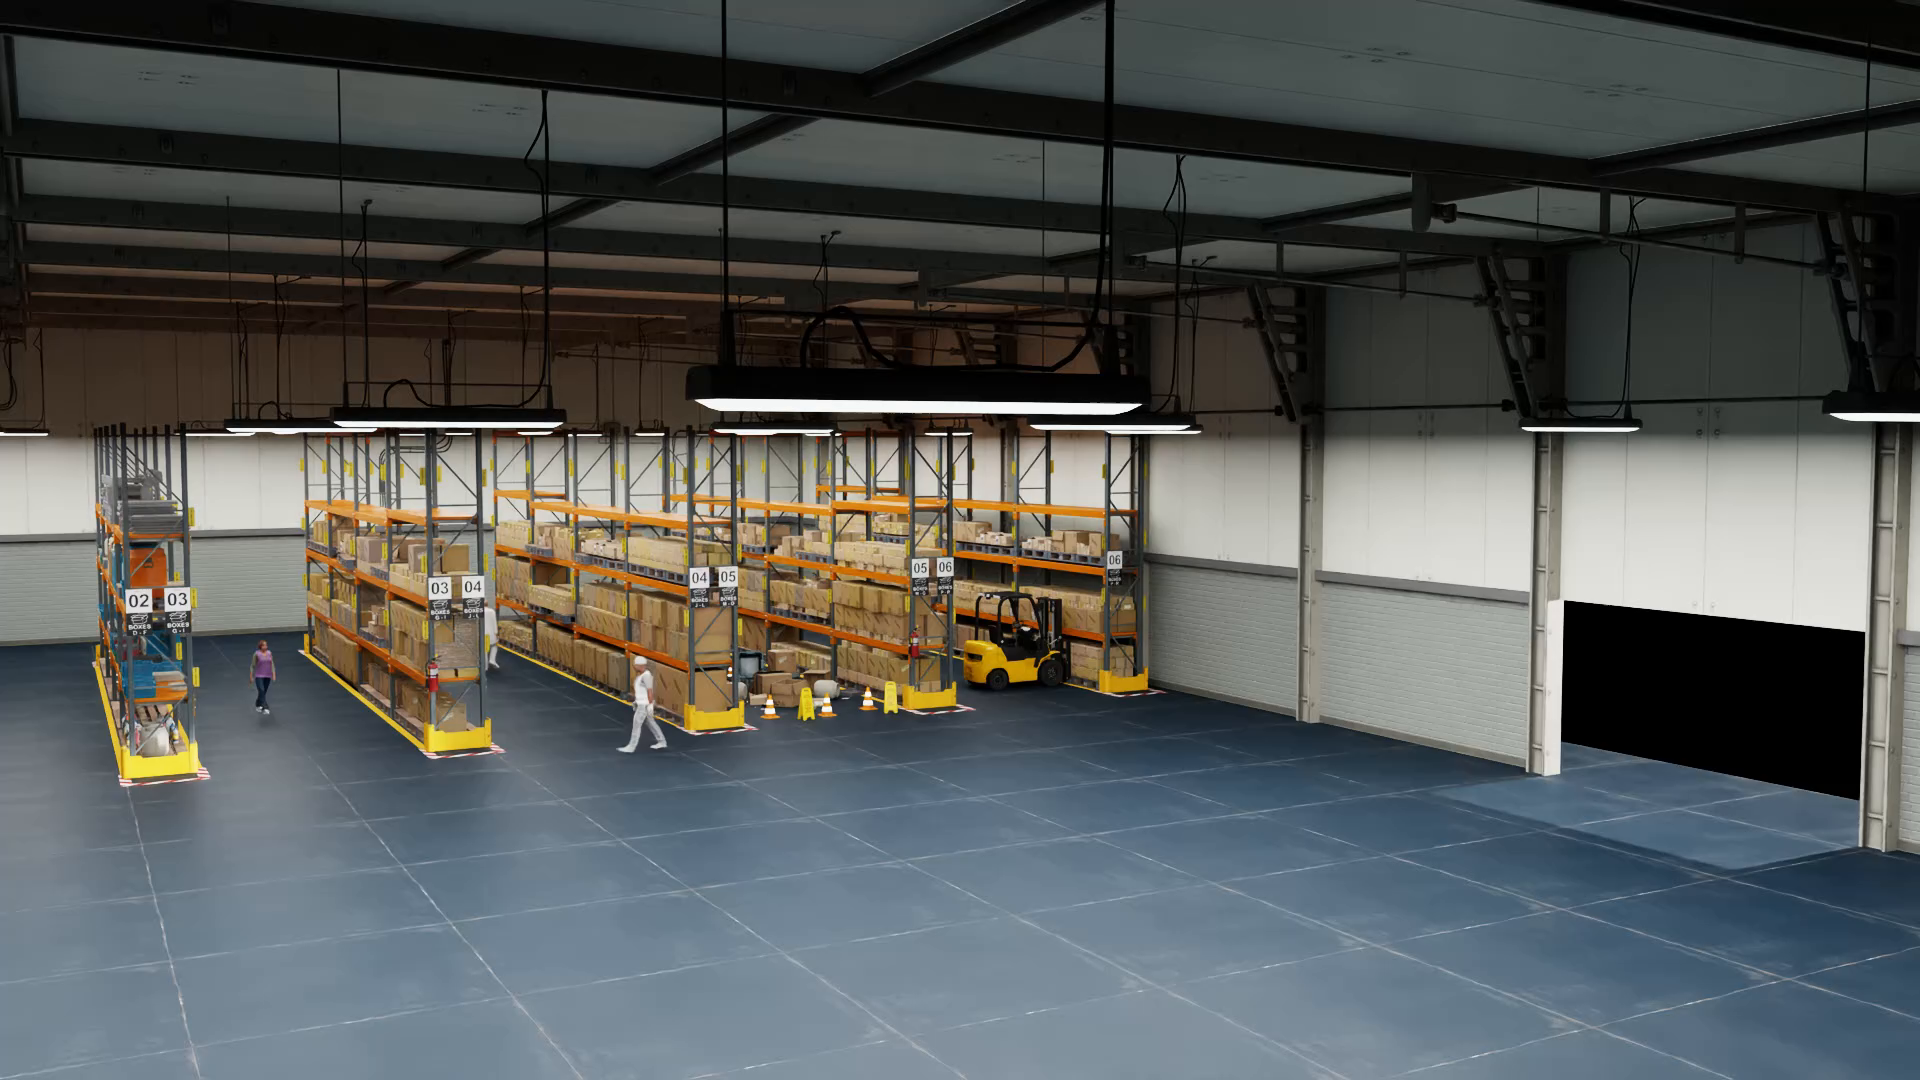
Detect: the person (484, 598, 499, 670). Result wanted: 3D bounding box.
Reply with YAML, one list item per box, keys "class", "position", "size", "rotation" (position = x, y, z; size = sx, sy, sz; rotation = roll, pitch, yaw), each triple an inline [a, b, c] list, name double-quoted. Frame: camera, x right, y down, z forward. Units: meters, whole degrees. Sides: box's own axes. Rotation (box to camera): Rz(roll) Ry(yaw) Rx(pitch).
- class: "person"
  position: [-11.744, 2.337, 41.190]
  size: [0.616, 1.774, 0.543]
  rotation: [-1, 4, -10]

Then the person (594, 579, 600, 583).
- class: "person"
  position: [-10.719, 1.954, 48.968]
  size: [1.056, 1.595, 0.427]
  rotation: [-2, 4, -35]

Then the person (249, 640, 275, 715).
- class: "person"
  position: [-14.436, 2.854, 34.494]
  size: [0.969, 1.510, 0.454]
  rotation: [3, 4, 38]

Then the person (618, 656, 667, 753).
- class: "person"
  position: [-5.838, 3.003, 30.495]
  size: [0.905, 1.752, 0.580]
  rotation: [-1, 4, -16]
